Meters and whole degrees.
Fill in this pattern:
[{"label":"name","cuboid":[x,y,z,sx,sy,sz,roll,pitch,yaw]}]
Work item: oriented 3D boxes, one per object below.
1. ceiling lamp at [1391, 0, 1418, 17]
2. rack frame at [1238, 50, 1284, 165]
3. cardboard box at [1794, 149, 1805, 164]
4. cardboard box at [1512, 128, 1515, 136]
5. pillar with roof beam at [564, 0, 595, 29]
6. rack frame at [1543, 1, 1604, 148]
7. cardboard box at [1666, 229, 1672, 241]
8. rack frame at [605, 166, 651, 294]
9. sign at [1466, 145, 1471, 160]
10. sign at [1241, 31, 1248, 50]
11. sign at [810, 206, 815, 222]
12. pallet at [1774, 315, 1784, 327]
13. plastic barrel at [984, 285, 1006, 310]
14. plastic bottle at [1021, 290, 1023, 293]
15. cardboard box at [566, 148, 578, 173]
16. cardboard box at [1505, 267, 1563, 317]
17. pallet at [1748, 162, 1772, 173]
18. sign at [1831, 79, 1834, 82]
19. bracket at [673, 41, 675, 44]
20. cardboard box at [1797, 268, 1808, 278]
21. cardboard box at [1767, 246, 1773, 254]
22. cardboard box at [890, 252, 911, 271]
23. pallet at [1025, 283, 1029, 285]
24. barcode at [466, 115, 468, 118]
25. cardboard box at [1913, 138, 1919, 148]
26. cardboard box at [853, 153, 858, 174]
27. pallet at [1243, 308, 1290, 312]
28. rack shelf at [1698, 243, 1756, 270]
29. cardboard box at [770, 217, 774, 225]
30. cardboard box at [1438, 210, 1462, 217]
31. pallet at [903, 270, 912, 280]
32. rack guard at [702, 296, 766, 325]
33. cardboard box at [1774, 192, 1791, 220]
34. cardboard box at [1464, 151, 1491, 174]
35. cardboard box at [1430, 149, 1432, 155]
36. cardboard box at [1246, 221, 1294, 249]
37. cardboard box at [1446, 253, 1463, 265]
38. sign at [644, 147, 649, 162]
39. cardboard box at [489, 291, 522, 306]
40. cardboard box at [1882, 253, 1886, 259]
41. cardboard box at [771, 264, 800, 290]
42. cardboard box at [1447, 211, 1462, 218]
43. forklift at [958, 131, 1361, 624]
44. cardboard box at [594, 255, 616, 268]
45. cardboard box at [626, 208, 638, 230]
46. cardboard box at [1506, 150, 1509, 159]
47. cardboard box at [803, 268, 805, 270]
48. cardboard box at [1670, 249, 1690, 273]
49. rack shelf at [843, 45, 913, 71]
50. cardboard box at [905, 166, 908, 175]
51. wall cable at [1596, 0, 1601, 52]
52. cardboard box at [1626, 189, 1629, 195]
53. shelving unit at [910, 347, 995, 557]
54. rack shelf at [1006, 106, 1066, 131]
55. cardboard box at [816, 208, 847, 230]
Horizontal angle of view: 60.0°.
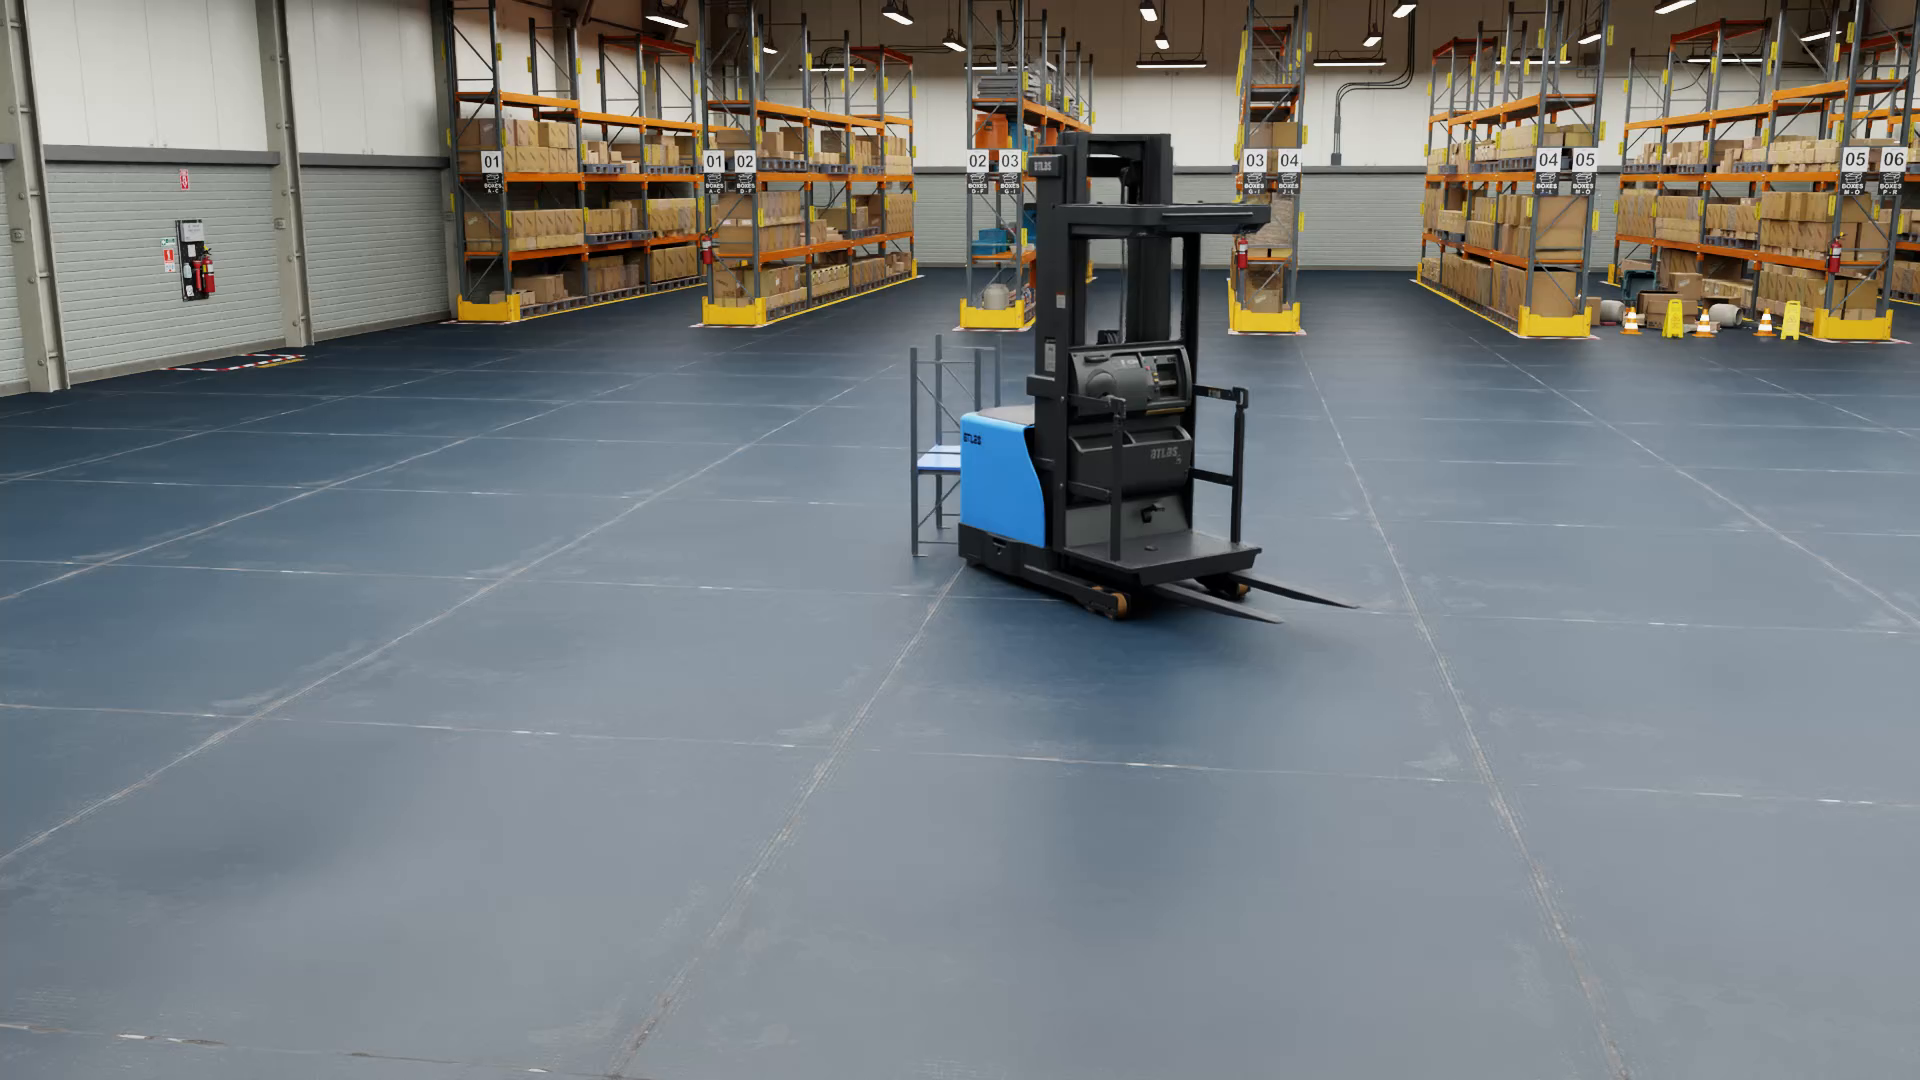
[{"label":"ceiling lamp","cuboid":[8.839,-11.745,31.778,0.800,3.185,2.000,2,12,9]},{"label":"rack frame","cuboid":[7.367,-10.675,40.665,1.000,3.000,0.127,2,12,9]},{"label":"cardboard box","cuboid":[15.355,-6.895,29.895,0.500,0.250,0.500,2,12,9]},{"label":"cardboard box","cuboid":[10.435,-7.553,30.768,0.380,0.149,0.250,2,12,9]},{"label":"pillar with roof beam","cuboid":[-4.544,-12.874,36.600,8.718,2.987,0.548,2,12,9]},{"label":"rack frame","cuboid":[10.403,-7.995,28.231,0.949,2.616,0.053,2,12,9]},{"label":"cardboard box","cuboid":[16.658,-7.051,38.445,0.500,0.250,0.500,2,12,8]},{"label":"rack frame","cuboid":[-7.932,-7.391,39.668,1.000,3.000,0.127,2,12,9]},{"label":"sign","cuboid":[11.101,-8.465,36.303,0.100,0.325,0.005,2,12,9]},{"label":"sign","cuboid":[4.976,-8.733,29.062,0.100,0.325,0.005,2,12,9]},{"label":"sign","cuboid":[-3.103,-6.843,34.881,0.100,0.325,0.005,2,12,9]},{"label":"pallet","cuboid":[15.675,-3.997,30.538,1.003,0.211,1.213,2,12,9]},{"label":"plastic barrel","cuboid":[0.653,-4.533,31.316,0.421,0.512,0.421,0,12,0]},{"label":"plastic bottle","cuboid":[1.244,-4.872,33.382,0.061,0.283,0.133,2,12,9]},{"label":"cardboard box","cuboid":[-8.381,-7.969,34.948,0.500,0.500,0.500,2,12,10]},{"label":"cardboard box","cuboid":[10.579,-4.555,30.557,0.875,0.875,0.875,2,12,8]},{"label":"pallet","cuboid":[16.129,-7.255,32.364,1.213,0.211,1.003,2,12,9]},{"label":"sign","cuboid":[22.143,-11.539,42.271,0.100,0.325,0.005,2,12,9]},{"label":"bracket","cuboid":[-7.649,-13.164,43.674,0.235,0.232,0.430,2,12,9]},{"label":"cardboard box","cuboid":[15.211,-4.774,29.734,0.380,0.149,0.250,2,12,10]},{"label":"cardboard box","cuboid":[15.575,-5.523,31.598,0.380,0.149,0.250,2,12,10]},{"label":"cardboard box","cuboid":[-1.646,-7.768,46.309,0.500,0.500,0.500,2,12,9]},{"label":"pallet","cuboid":[2.128,-6.125,40.415,1.003,0.211,1.213,2,12,9]},{"label":"barcode","cuboid":[-9.547,-8.187,32.206,0.001,0.075,0.075,2,12,9]},{"label":"cardboard box","cuboid":[22.077,-9.084,38.079,0.396,0.266,0.258,2,12,9]},{"label":"cardboard box","cuboid":[-2.924,-8.944,39.519,0.910,0.500,0.500,2,12,9]},{"label":"pallet","cuboid":[5.883,-4.318,32.028,1.003,0.211,1.213,2,12,9]},{"label":"rack shelf","cuboid":[16.236,-5.820,34.087,1.077,0.370,4.000,2,12,9]},{"label":"cardboard box","cuboid":[-3.836,-6.221,32.464,0.380,0.149,0.250,1,12,7]},{"label":"cardboard box","cuboid":[12.047,-7.864,40.922,0.500,0.500,0.500,2,12,9]},{"label":"pallet","cuboid":[-1.939,-7.351,46.104,1.003,0.211,1.213,2,12,9]},{"label":"rack guard","cuboid":[-4.270,-4.339,31.439,1.175,0.500,0.348,2,12,9]},{"label":"cardboard box","cuboid":[15.442,-6.145,30.569,0.700,0.500,0.500,2,12,7]},{"label":"cardboard box","cuboid":[11.474,-8.370,36.853,0.500,0.500,0.500,2,12,9]},{"label":"cardboard box","cuboid":[12.422,-10.058,43.149,0.380,0.149,0.250,2,12,9]},{"label":"cardboard box","cuboid":[5.633,-5.552,30.191,0.875,0.500,0.500,2,12,9]},{"label":"cardboard box","cuboid":[11.798,-6.654,39.405,0.500,0.250,0.500,2,12,10]},{"label":"sign","cuboid":[-7.396,-9.092,39.214,0.100,0.325,0.005,2,12,9]},{"label":"cardboard box","cuboid":[-8.967,-4.767,32.832,0.500,0.311,0.500,0,12,2]},{"label":"cardboard box","cuboid":[21.806,-6.639,38.868,0.380,0.149,0.250,2,12,8]},{"label":"cardboard box","cuboid":[-3.595,-5.419,34.267,0.500,0.500,0.500,2,12,9]},{"label":"cardboard box","cuboid":[11.501,-7.541,38.552,0.380,0.149,0.250,2,12,10]},{"label":"forklift","cuboid":[1.217,-1.058,10.445,1.130,2.935,3.031,-8,14,-33]},{"label":"cardboard box","cuboid":[-8.215,-6.375,38.064,0.500,0.250,0.500,2,12,8]},{"label":"cardboard box","cuboid":[-7.994,-7.557,39.155,0.700,0.500,0.500,0,12,2]},{"label":"cardboard box","cuboid":[10.513,-7.270,31.348,0.380,0.149,0.250,2,12,8]},{"label":"cardboard box","cuboid":[-3.639,-5.944,37.153,0.500,0.311,0.500,2,12,8]},{"label":"cardboard box","cuboid":[17.011,-6.268,38.502,0.875,0.875,0.875,2,12,10]},{"label":"rack shelf","cuboid":[-2.114,-12.686,43.816,1.077,0.370,4.000,2,12,9]},{"label":"cardboard box","cuboid":[-1.712,-10.070,45.336,0.500,0.250,0.500,2,12,9]},{"label":"wall cable","cuboid":[17.335,-15.639,48.035,2.355,3.000,0.029,2,12,9]},{"label":"cardboard box","cuboid":[17.323,-8.936,42.688,0.380,0.149,0.250,2,12,10]},{"label":"shelving unit","cuboid":[-0.019,-0.716,12.257,0.500,1.500,1.039,2,12,9]},{"label":"rack shelf","cuboid":[1.550,-9.039,35.732,1.077,0.370,4.000,2,12,9]},{"label":"cardboard box","cuboid":[-3.051,-7.620,39.497,0.700,0.500,0.500,-2,12,-10]}]
